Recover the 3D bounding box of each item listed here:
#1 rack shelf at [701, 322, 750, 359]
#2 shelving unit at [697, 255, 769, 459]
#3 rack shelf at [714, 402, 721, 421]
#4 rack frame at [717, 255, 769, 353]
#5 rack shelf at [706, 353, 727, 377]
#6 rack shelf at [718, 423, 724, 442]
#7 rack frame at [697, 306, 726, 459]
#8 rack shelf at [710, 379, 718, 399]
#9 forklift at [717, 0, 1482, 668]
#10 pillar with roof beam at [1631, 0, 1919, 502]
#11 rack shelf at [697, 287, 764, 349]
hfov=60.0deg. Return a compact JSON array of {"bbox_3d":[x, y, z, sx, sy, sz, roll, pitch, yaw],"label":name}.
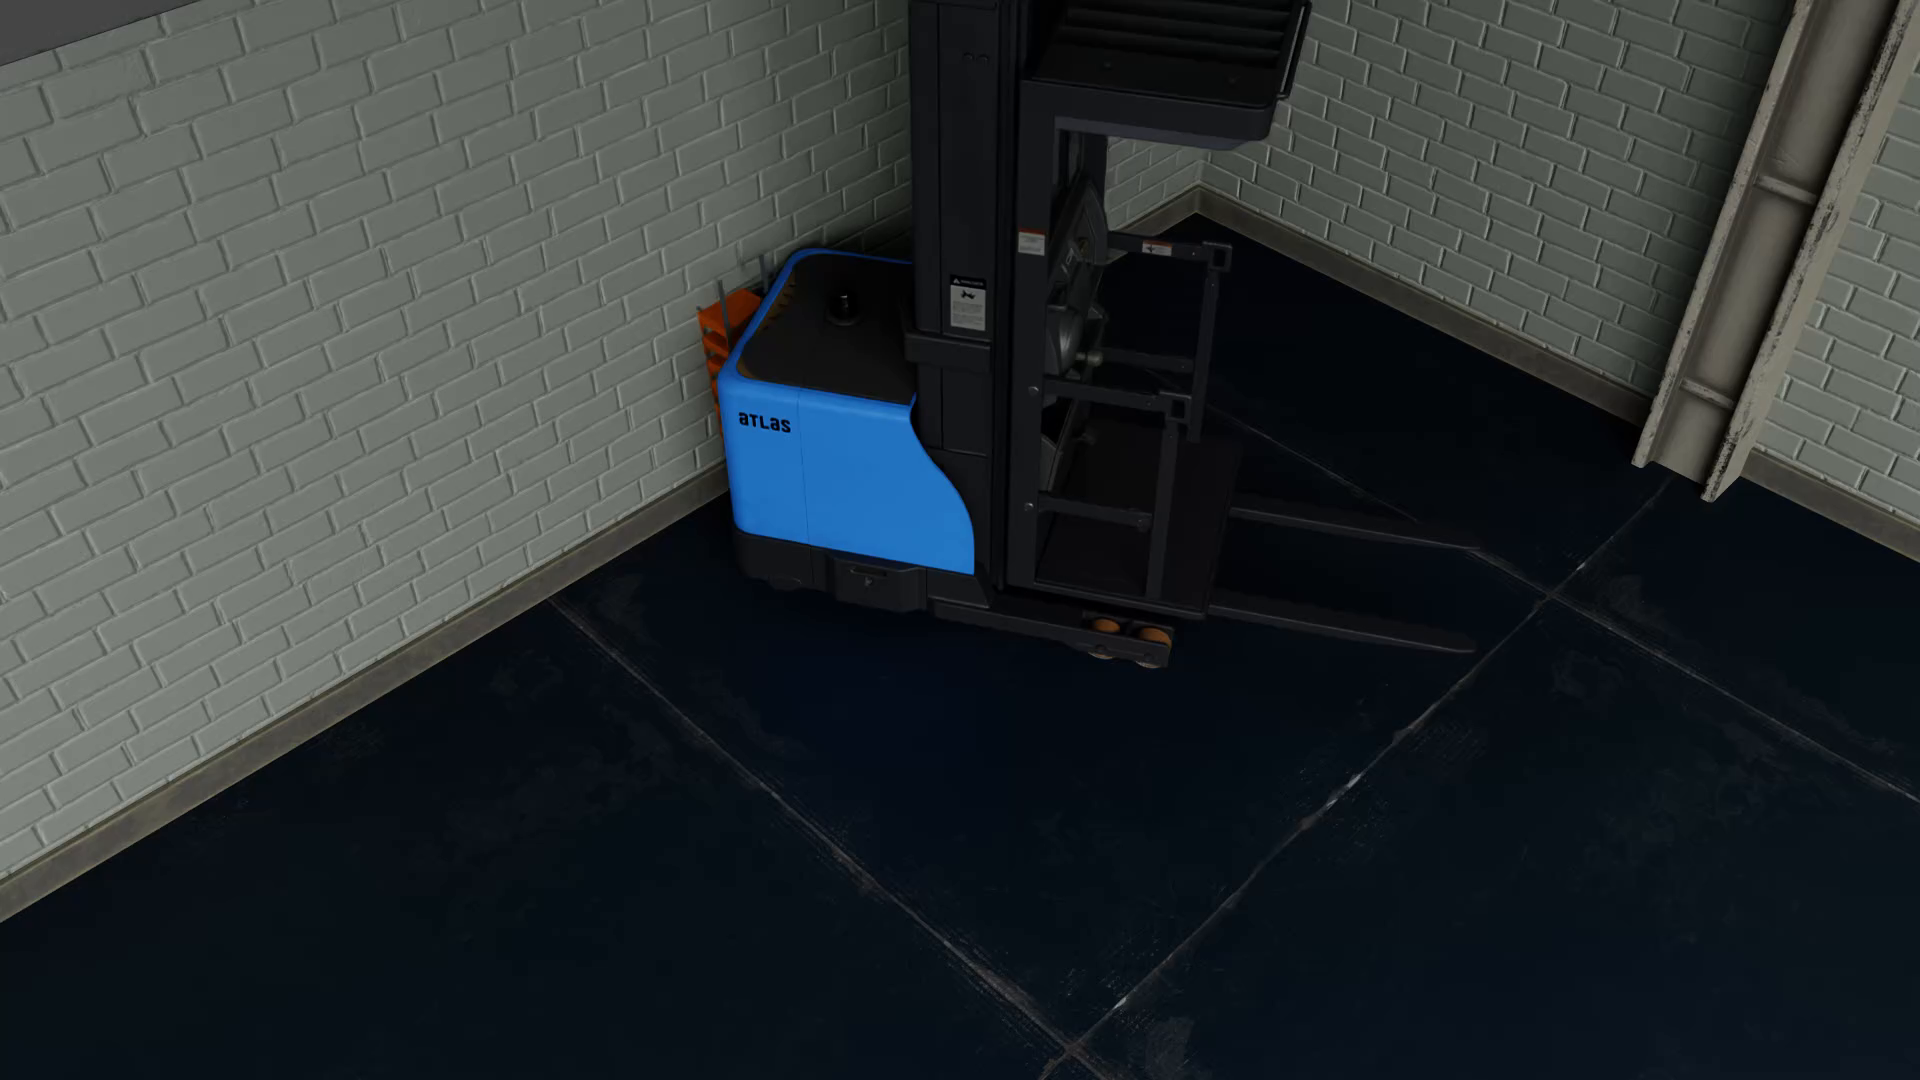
[{"bbox_3d":[-0.924,-0.838,6.970,0.180,0.103,0.258,33,55,32],"label":"rack shelf"},{"bbox_3d":[-0.914,-0.698,7.106,0.189,1.200,0.258,33,55,32],"label":"shelving unit"},{"bbox_3d":[-0.906,-0.579,7.220,0.180,0.103,0.258,33,55,32],"label":"rack shelf"},{"bbox_3d":[-0.849,-0.655,7.057,0.006,1.200,0.240,33,55,32],"label":"rack frame"},{"bbox_3d":[-0.918,-0.752,7.053,0.180,0.103,0.258,33,55,32],"label":"rack shelf"},{"bbox_3d":[-0.901,-0.493,7.303,0.180,0.103,0.258,33,55,32],"label":"rack shelf"},{"bbox_3d":[-0.980,-0.740,7.154,0.006,1.200,0.240,33,55,32],"label":"rack frame"},{"bbox_3d":[-0.912,-0.666,7.136,0.180,0.103,0.258,33,55,32],"label":"rack shelf"},{"bbox_3d":[0.623,-0.964,6.133,3.031,2.935,1.130,10,44,11],"label":"forklift"},{"bbox_3d":[0.277,-1.575,2.324,9.100,9.000,0.400,-34,53,-31],"label":"pillar with roof beam"},{"bbox_3d":[-0.929,-0.924,6.887,0.180,0.103,0.258,33,55,32],"label":"rack shelf"}]
